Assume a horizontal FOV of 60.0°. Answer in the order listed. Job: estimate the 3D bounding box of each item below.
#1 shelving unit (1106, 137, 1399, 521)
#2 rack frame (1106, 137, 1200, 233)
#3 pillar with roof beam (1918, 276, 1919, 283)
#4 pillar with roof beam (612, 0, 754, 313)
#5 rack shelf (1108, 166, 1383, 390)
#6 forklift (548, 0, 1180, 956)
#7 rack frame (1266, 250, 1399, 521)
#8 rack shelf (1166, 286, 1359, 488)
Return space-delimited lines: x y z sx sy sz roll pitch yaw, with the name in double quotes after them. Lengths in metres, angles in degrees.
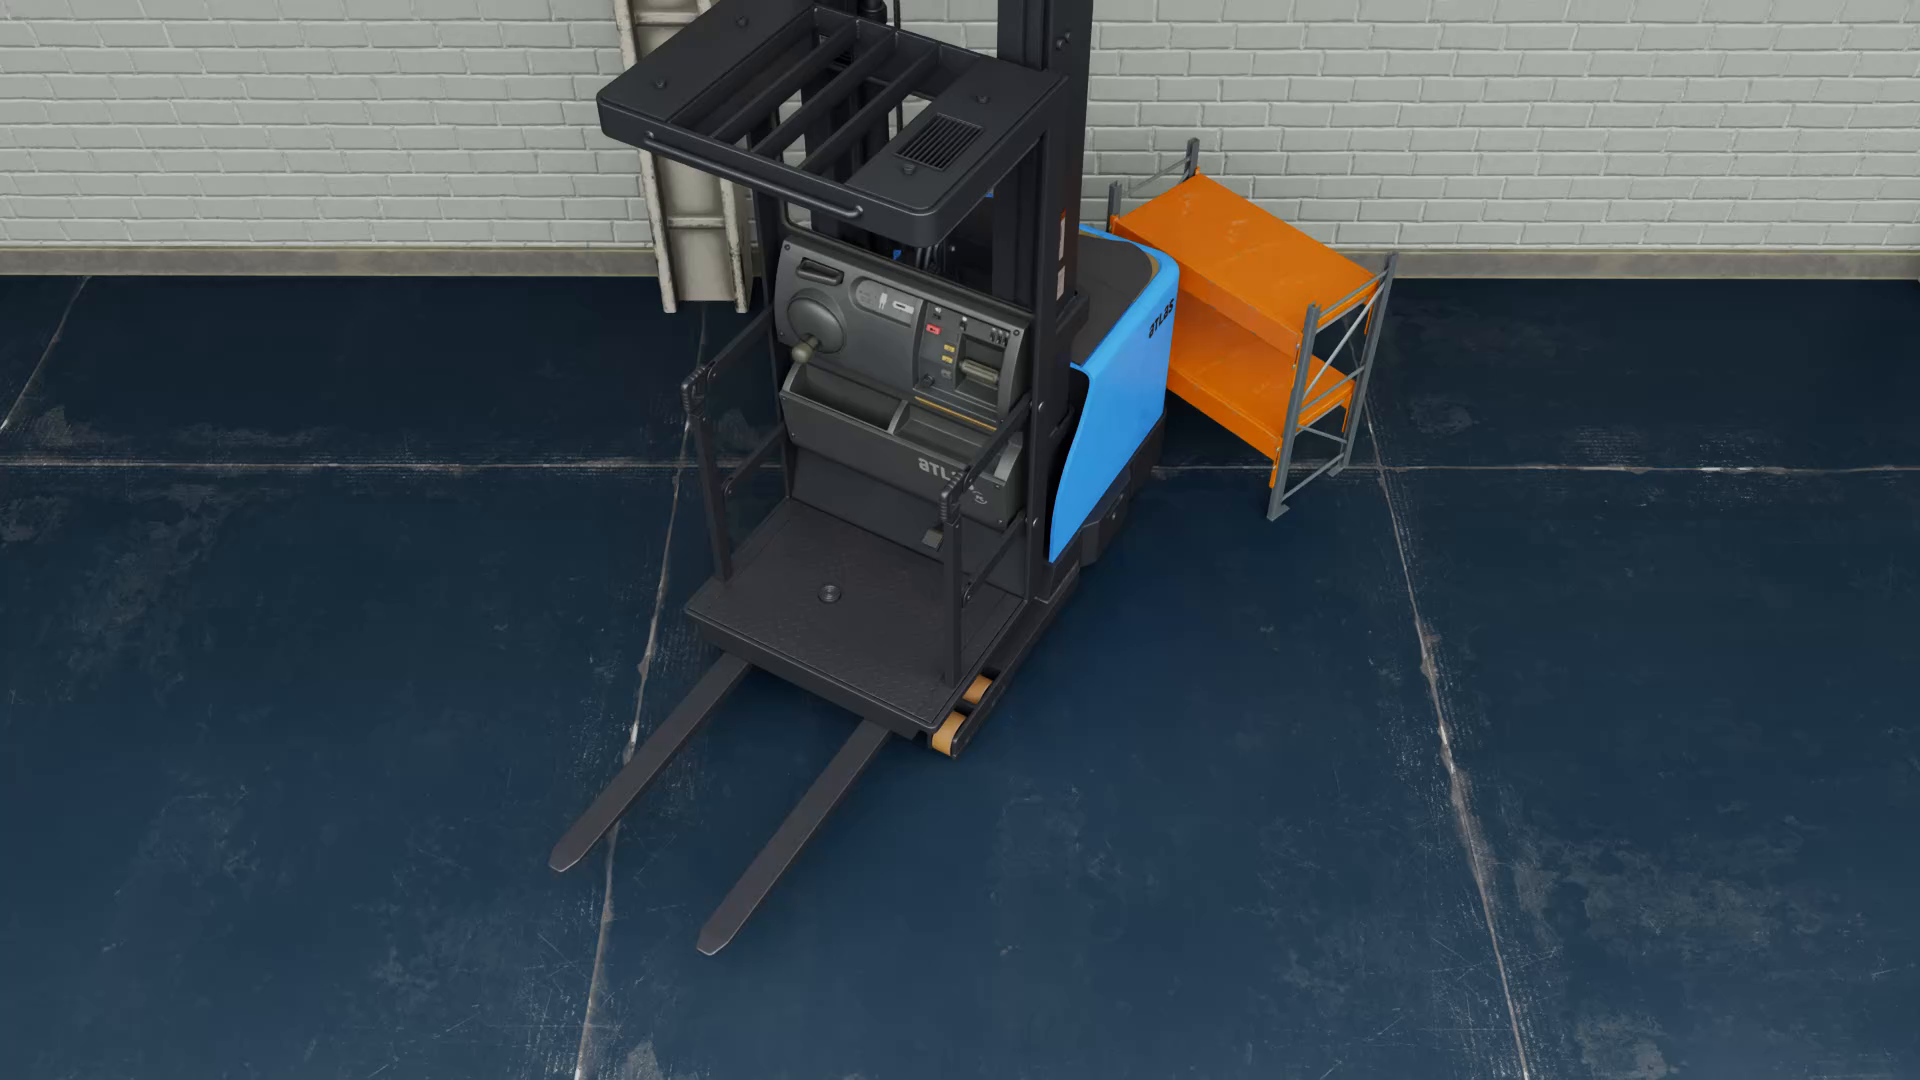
1.130 -0.868 6.870 0.538 1.125 1.048 -33 55 -27 "shelving unit"
0.790 -1.144 7.127 0.500 1.125 0.032 -33 55 -27 "rack frame"
4.789 -1.082 1.690 0.400 9.000 9.100 0 47 0 "pillar with roof beam"
-1.211 -1.099 1.706 0.400 9.000 9.100 0 47 0 "pillar with roof beam"
1.130 -1.067 6.656 0.538 0.278 1.000 -33 55 -27 "rack shelf"
-0.318 -0.601 5.388 1.130 2.935 3.031 23 51 20 "forklift"
1.470 -0.591 6.612 0.500 1.125 0.032 -33 55 -27 "rack frame"
1.130 -0.701 7.049 0.538 0.278 1.000 -33 55 -27 "rack shelf"
